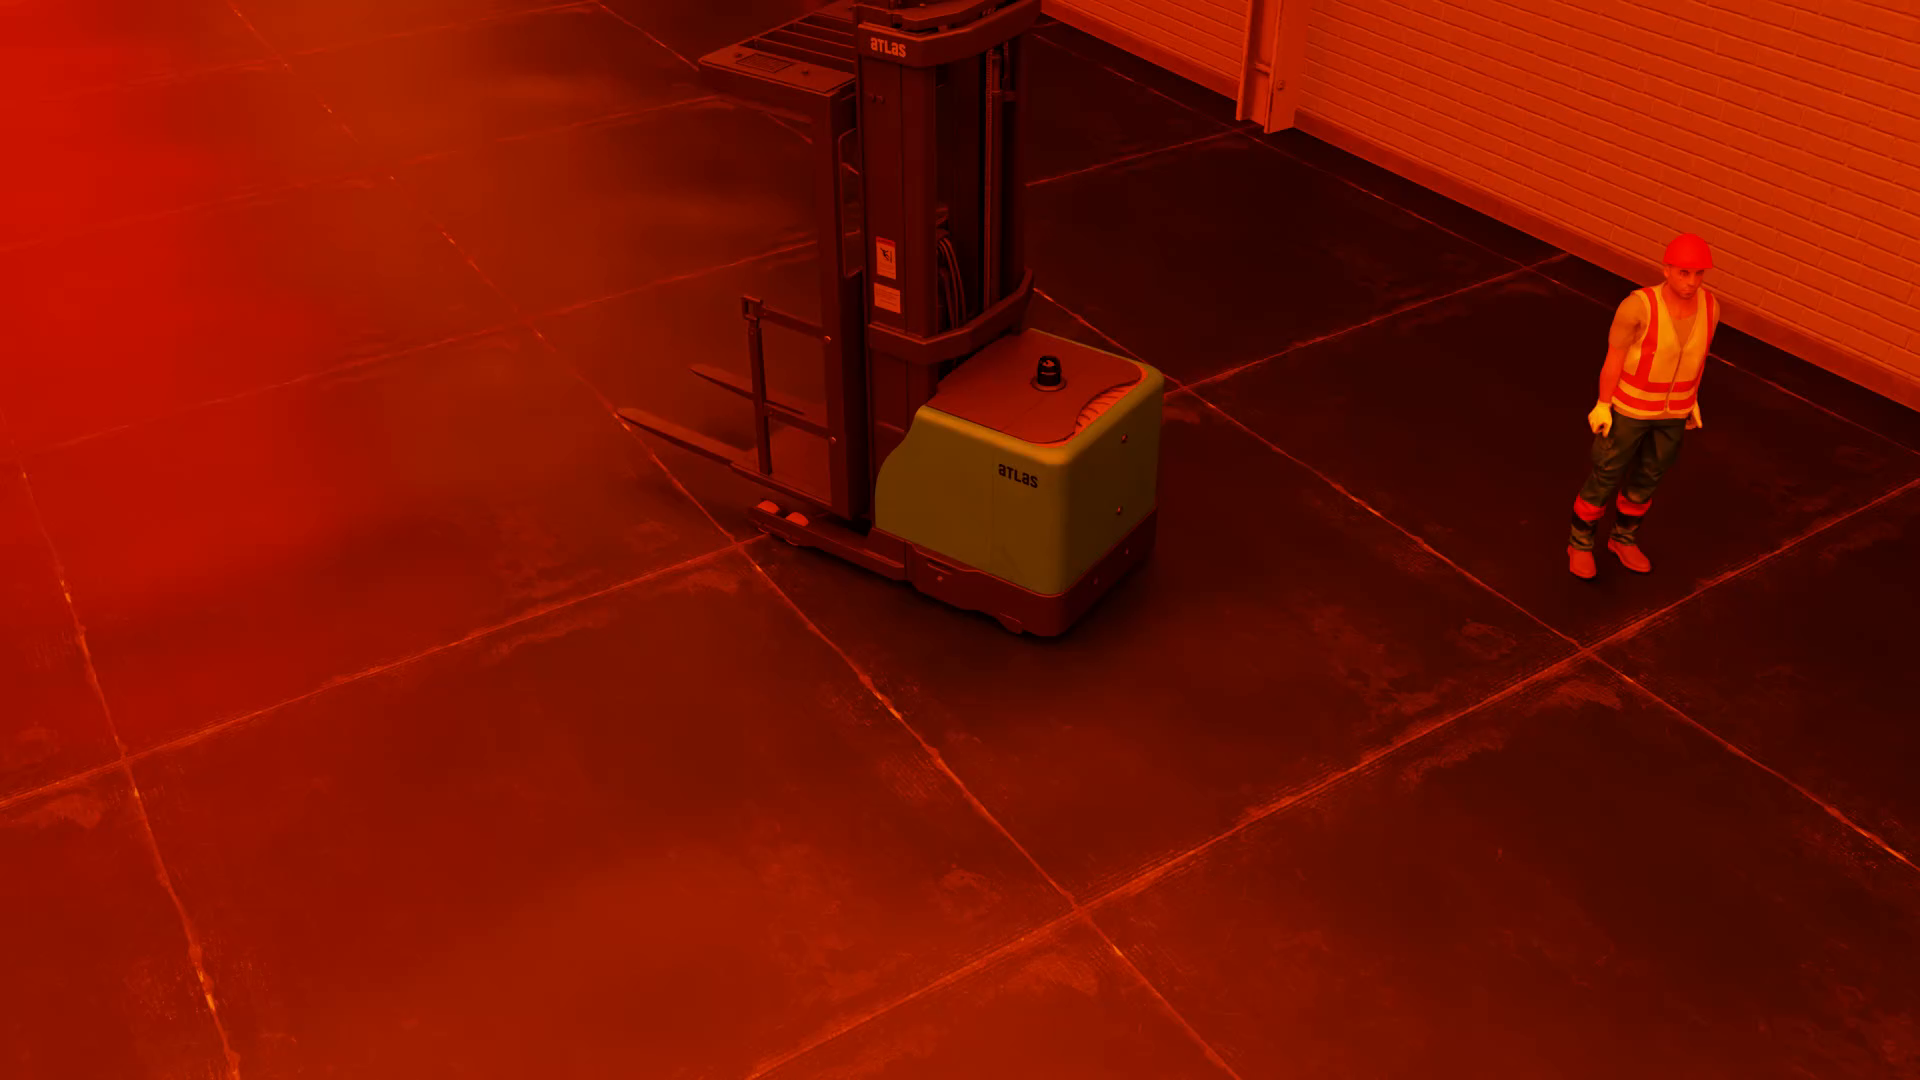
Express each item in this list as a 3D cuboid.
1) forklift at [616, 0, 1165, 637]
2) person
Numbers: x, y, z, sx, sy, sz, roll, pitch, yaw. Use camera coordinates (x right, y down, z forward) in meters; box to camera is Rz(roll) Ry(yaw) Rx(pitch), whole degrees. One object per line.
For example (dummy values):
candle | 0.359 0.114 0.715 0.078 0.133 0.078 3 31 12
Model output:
forklift | -0.500 -1.399 8.138 3.031 2.935 1.130 22 41 28
person | 3.331 -0.630 8.036 0.552 1.795 0.352 -4 35 -6
